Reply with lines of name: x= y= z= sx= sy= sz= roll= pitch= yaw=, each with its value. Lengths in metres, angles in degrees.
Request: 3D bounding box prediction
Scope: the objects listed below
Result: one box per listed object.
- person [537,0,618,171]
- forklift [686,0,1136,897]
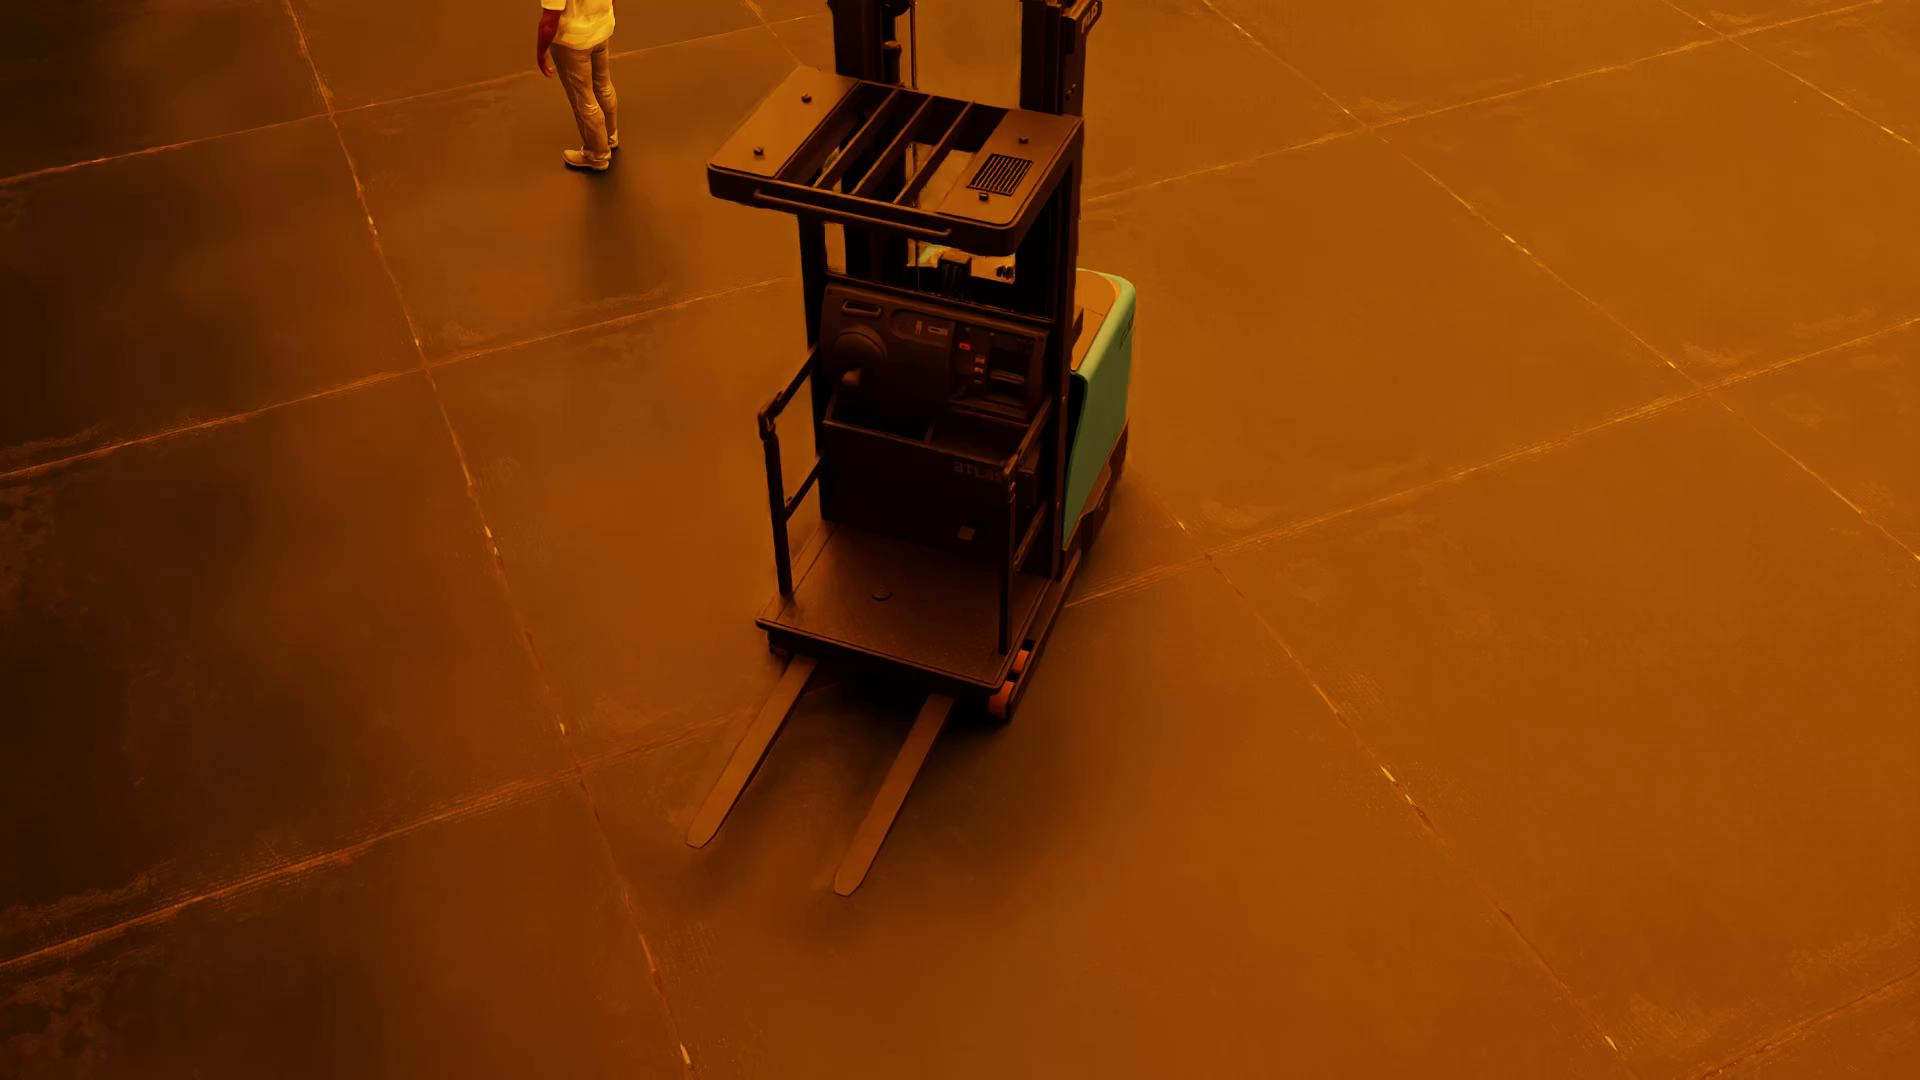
person: x=-2.281 y=-2.990 z=9.728 sx=0.576 sy=1.767 sz=0.665 roll=22 pitch=47 yaw=22
forklift: x=-0.185 y=-0.645 z=6.371 sx=1.130 sy=2.935 sz=3.031 roll=15 pitch=45 yaw=15
